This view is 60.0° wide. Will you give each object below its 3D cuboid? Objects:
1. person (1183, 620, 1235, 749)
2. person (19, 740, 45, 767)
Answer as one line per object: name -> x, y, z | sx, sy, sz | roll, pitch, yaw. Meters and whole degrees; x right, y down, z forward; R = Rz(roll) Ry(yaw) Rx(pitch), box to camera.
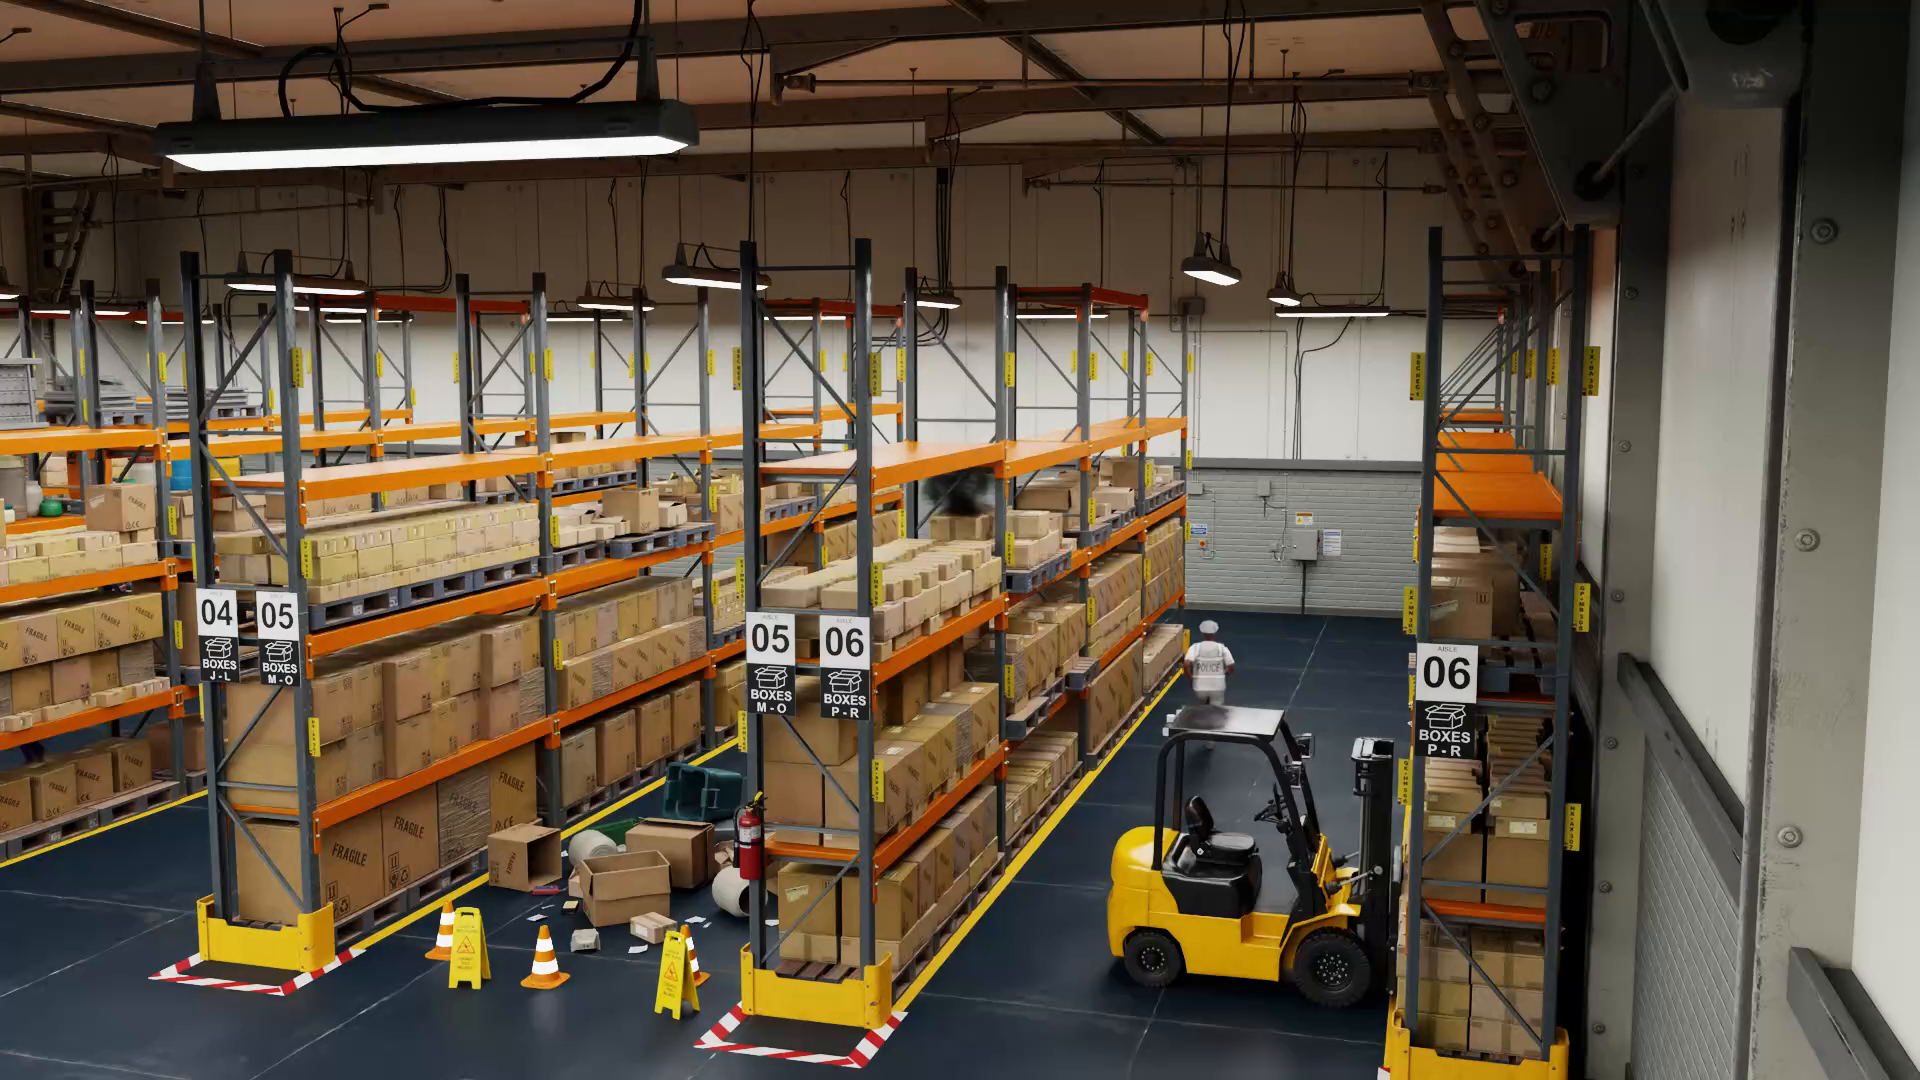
person -> 3.206, 1.928, 21.362 | 0.634, 1.790, 1.101 | 2, 7, 17
person -> -11.678, 2.055, 20.634 | 0.604, 1.610, 0.581 | 1, 6, 6
